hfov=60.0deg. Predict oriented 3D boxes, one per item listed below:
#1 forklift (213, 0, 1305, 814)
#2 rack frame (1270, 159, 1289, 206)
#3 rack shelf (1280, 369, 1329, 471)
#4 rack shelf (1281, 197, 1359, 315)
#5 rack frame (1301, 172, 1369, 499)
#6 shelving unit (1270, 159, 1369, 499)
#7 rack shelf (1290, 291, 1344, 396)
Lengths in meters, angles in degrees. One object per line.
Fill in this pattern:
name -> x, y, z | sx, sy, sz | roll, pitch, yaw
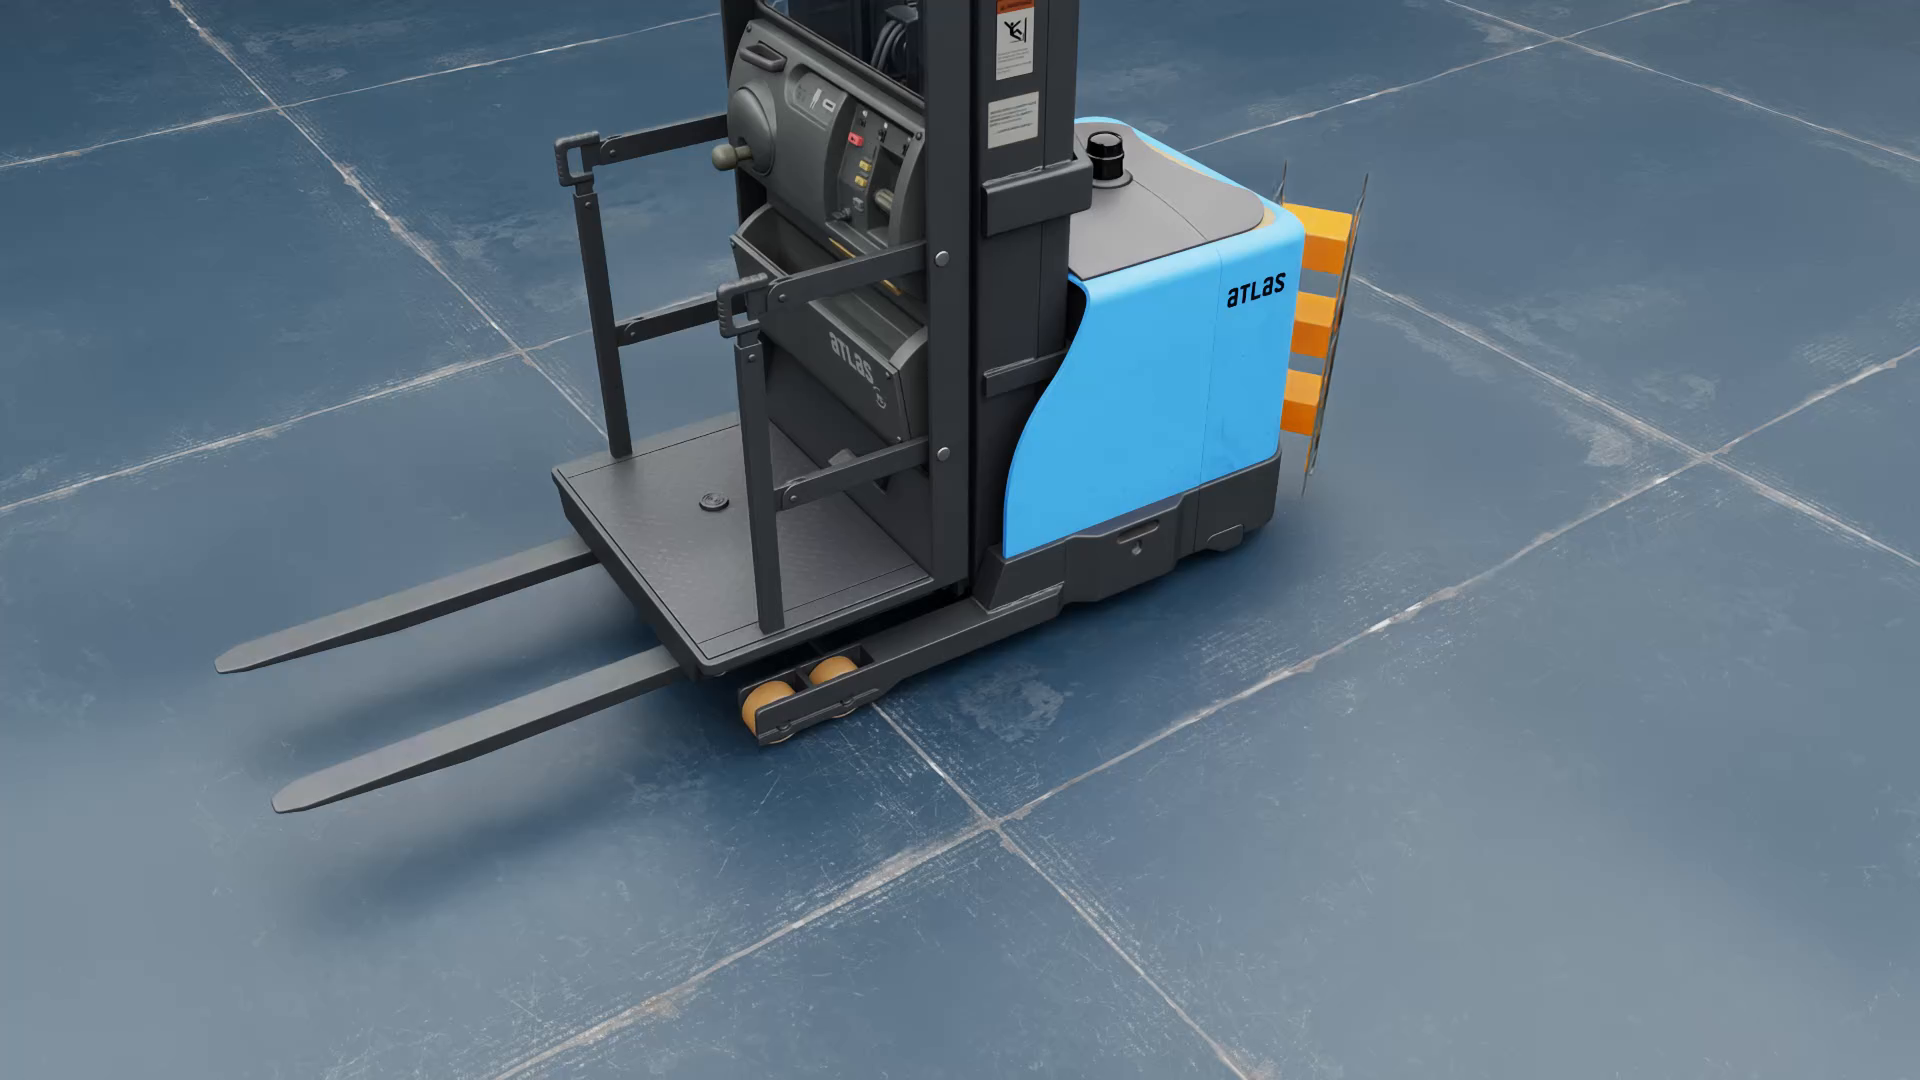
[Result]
forklift -> -0.529, -0.995, 4.123 | 3.031, 2.935, 1.130 | -20, 40, -26
rack frame -> 0.941, -0.674, 5.271 | 0.008, 1.050, 0.200 | 14, 36, 16
rack shelf -> 1.045, -0.410, 5.403 | 0.240, 0.259, 0.215 | 14, 36, 16
rack shelf -> 1.065, -0.871, 5.083 | 0.240, 0.259, 0.215 | 14, 36, 16
rack frame -> 1.169, -0.619, 5.206 | 0.008, 1.050, 0.200 | 14, 36, 16
shelving unit -> 1.055, -0.646, 5.238 | 0.252, 1.050, 0.215 | 14, 36, 16
rack shelf -> 1.055, -0.638, 5.244 | 0.240, 0.259, 0.215 | 14, 36, 16
